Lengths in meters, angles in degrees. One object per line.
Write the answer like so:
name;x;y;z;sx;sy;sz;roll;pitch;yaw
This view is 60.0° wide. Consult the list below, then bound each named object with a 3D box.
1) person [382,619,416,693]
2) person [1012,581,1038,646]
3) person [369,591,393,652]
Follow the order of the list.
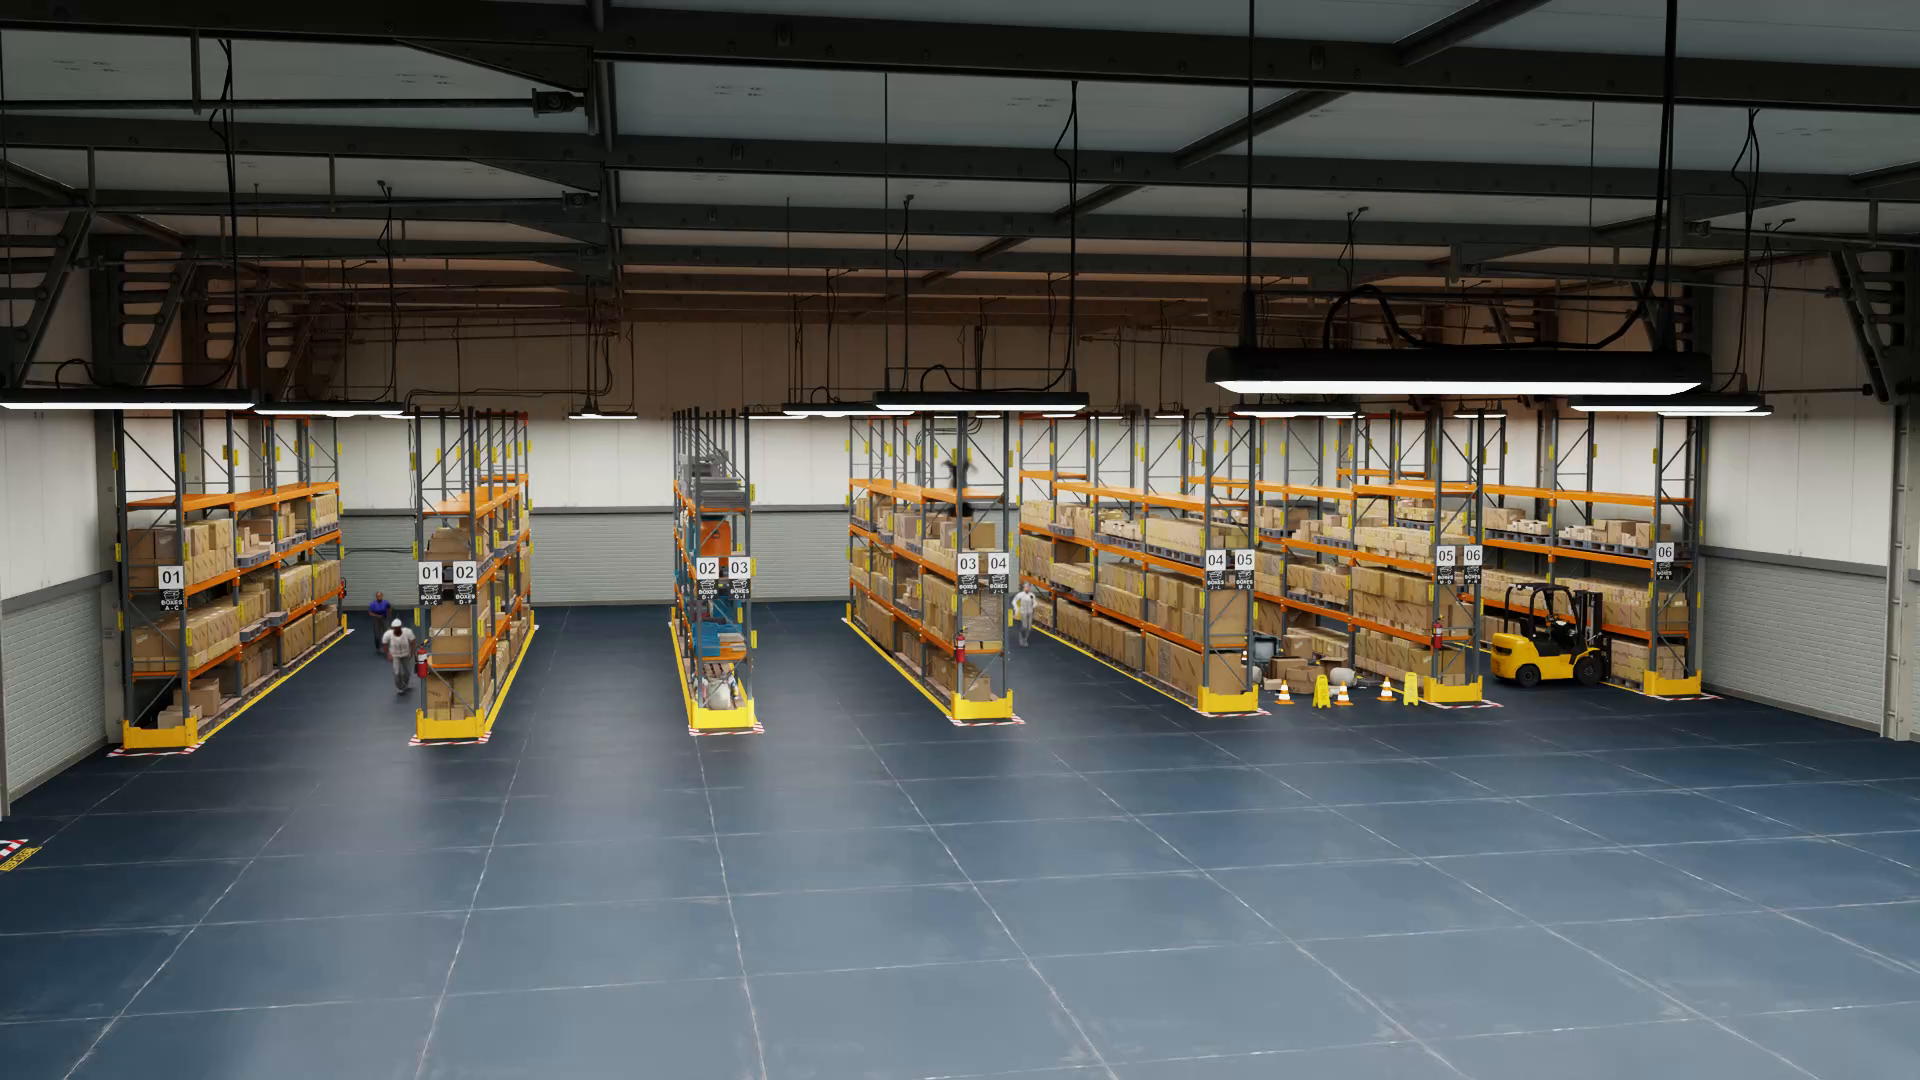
person;-11.799;2.427;35.019;0.716;1.617;0.916;-2;5;-31
person;1.688;1.872;42.238;0.591;1.655;0.620;-1;4;-16
person;-14.318;2.026;41.137;0.583;1.547;0.825;-2;5;-26
